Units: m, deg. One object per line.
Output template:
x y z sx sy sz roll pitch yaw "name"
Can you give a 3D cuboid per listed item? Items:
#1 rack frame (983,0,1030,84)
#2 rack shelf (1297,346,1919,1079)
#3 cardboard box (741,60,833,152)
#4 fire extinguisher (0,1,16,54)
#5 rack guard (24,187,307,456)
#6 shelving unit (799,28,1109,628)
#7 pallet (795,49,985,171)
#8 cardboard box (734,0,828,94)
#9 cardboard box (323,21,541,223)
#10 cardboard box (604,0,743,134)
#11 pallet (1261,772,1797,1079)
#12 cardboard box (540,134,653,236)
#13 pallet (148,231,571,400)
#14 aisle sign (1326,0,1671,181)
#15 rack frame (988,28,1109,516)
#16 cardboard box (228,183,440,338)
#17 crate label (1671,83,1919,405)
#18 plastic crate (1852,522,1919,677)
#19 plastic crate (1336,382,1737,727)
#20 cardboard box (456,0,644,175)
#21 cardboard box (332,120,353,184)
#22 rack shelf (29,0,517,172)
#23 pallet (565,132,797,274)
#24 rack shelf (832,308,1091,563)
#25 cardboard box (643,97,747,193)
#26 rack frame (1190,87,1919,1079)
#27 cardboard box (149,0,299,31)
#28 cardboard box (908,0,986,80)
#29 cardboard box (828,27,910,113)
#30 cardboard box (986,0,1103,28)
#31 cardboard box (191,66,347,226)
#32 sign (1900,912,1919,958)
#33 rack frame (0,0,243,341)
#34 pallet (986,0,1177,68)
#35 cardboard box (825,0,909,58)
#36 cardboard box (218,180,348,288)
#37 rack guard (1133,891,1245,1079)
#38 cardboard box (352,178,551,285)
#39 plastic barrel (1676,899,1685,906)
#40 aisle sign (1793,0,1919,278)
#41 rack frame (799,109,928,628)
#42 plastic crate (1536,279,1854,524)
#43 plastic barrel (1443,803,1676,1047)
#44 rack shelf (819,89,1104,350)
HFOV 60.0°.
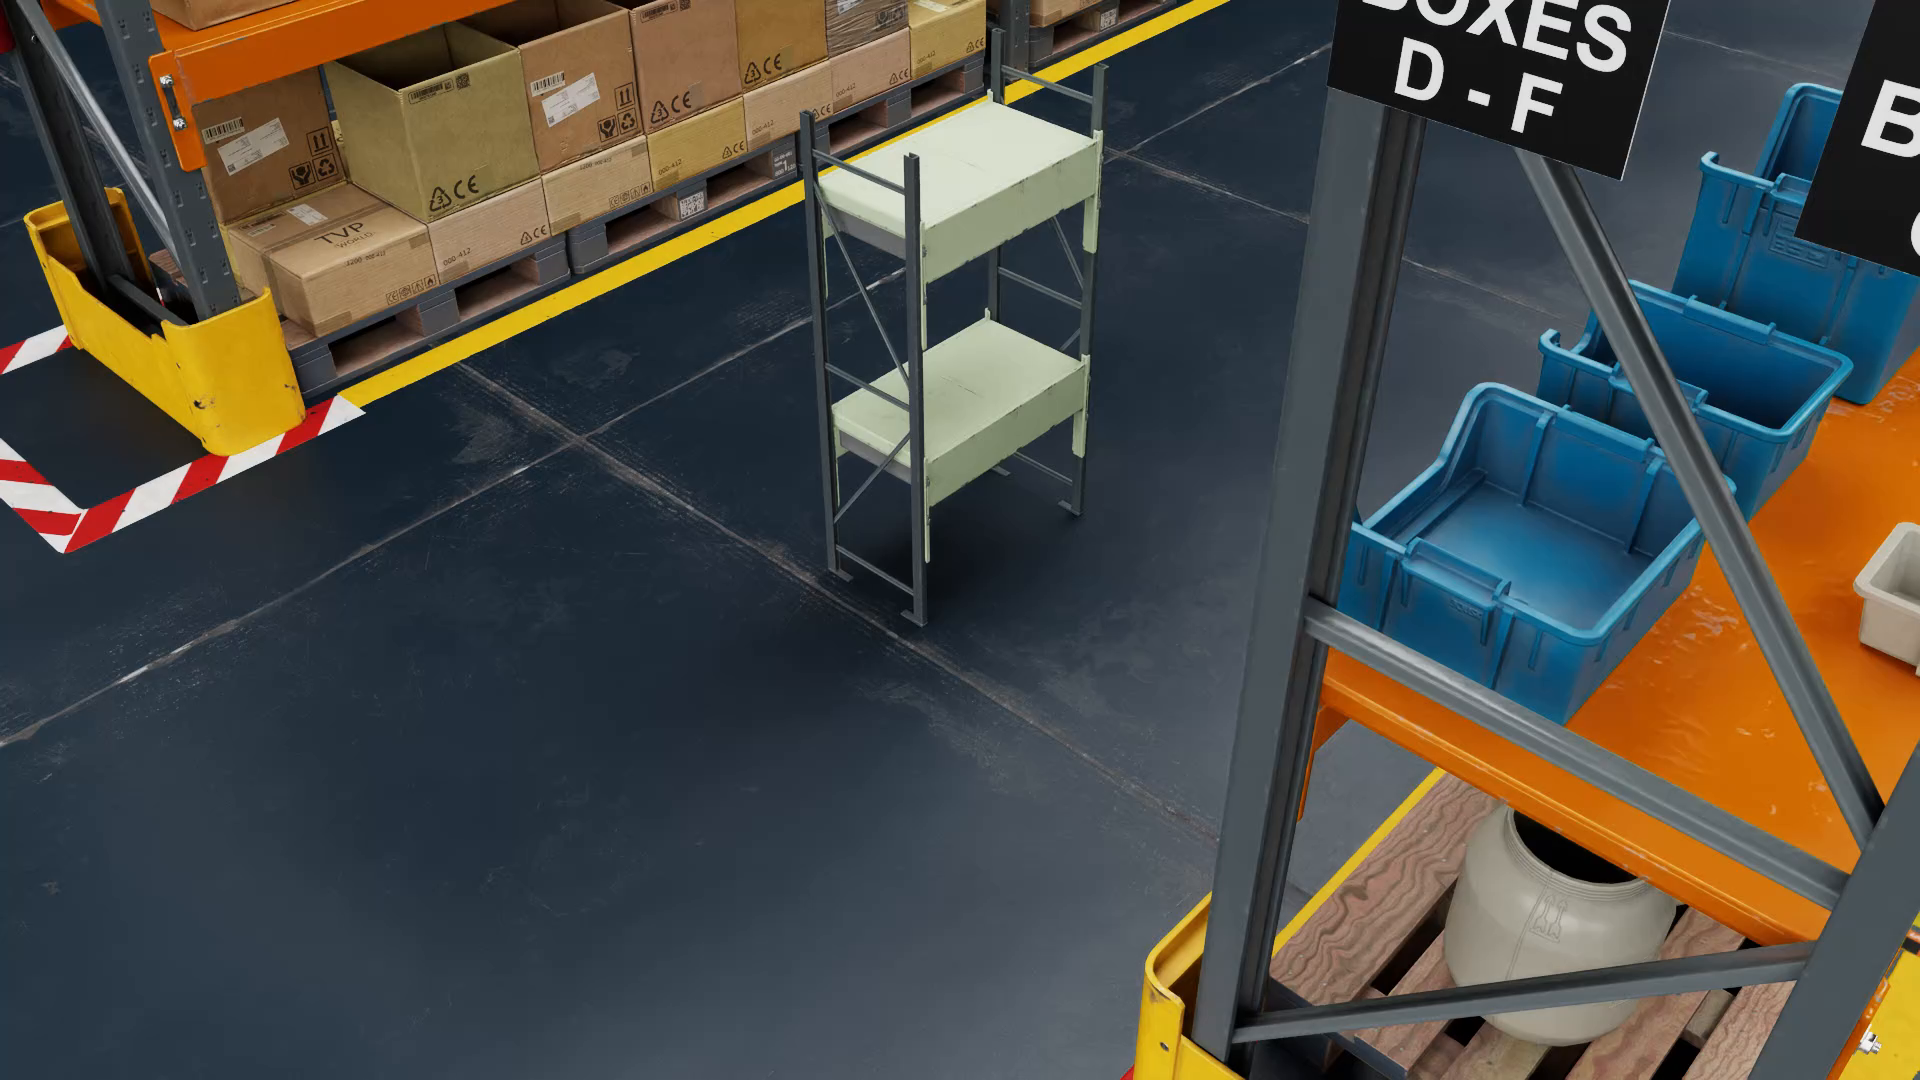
-0.077 -3.612 7.382 1.000 3.000 0.127 30 47 32 "rack frame"
2.228 -0.330 3.833 1.077 0.370 4.000 30 47 32 "rack shelf"
-0.899 -1.934 7.143 0.500 0.250 0.500 30 47 32 "cardboard box"
-3.198 -1.885 5.272 0.296 0.674 0.183 30 47 32 "fire extinguisher"
-2.792 -0.785 5.835 1.175 0.500 0.348 30 47 32 "rack guard"
-0.004 -0.584 4.779 0.431 1.500 0.755 30 47 32 "shelving unit"
-0.644 -2.173 7.812 1.003 0.211 1.213 30 47 32 "pallet"
-0.909 -2.232 6.917 0.500 0.500 0.500 30 47 32 "cardboard box"
-1.914 -1.539 6.045 0.500 0.500 0.500 30 47 32 "cardboard box"
-1.236 -1.997 6.620 0.500 0.500 0.500 30 47 32 "cardboard box"
1.447 0.973 3.856 1.003 0.211 1.213 30 47 32 "pallet"
-1.577 -1.476 6.568 0.500 0.250 0.500 30 47 32 "cardboard box"
-2.290 -1.052 6.403 1.003 0.211 1.213 30 47 32 "pallet"
0.611 -0.802 1.759 0.394 0.787 0.004 30 47 32 "aisle sign"
0.242 -0.752 4.991 0.400 1.500 0.023 30 47 32 "rack frame"
-2.249 -1.015 5.988 0.500 0.250 0.500 30 47 32 "cardboard box"
1.920 -0.665 3.648 0.502 0.435 0.616 30 47 32 "crate label"
1.720 0.135 2.882 0.298 0.136 0.250 30 47 32 "plastic crate"
0.995 0.010 2.947 0.499 0.251 0.616 30 47 32 "plastic crate"
-1.586 -1.774 6.341 0.500 0.500 0.500 30 47 32 "cardboard box"
-2.303 -1.467 6.557 0.500 0.250 0.500 30 47 32 "cardboard box"
-1.426 -2.411 6.450 1.077 0.370 4.000 30 47 32 "rack shelf"
-1.467 -1.609 7.104 1.003 0.211 1.213 30 47 32 "pallet"
-0.005 -0.329 4.982 0.431 0.370 0.720 30 47 32 "rack shelf"
-1.236 -1.704 6.854 0.500 0.250 0.500 30 47 32 "cardboard box"
0.881 0.309 2.451 0.949 2.616 0.053 30 47 32 "rack frame"
-2.451 -2.022 5.303 0.700 0.500 0.500 30 47 32 "cardboard box"
-0.228 -2.395 7.724 0.500 0.250 0.500 30 47 32 "cardboard box"
-0.573 -2.169 7.440 0.500 0.250 0.500 30 47 32 "cardboard box"
0.378 -2.781 8.209 0.500 0.250 0.500 28 47 31 "cardboard box"
-2.633 -1.527 6.030 0.500 0.500 0.500 30 47 32 "cardboard box"
1.281 0.432 2.074 0.100 0.325 0.005 30 47 32 "sign"
-2.775 -1.774 5.071 1.000 3.000 0.127 30 47 32 "rack frame"
0.391 -2.875 8.696 1.003 0.211 1.213 30 47 32 "pallet"
-0.574 -2.464 7.208 0.500 0.500 0.500 30 47 32 "cardboard box"
-2.632 -1.233 6.262 0.500 0.250 0.500 30 47 32 "cardboard box"
0.895 1.231 3.300 1.175 0.500 0.348 30 47 32 "rack guard"
-1.915 -1.246 6.279 0.500 0.250 0.500 30 47 32 "cardboard box"
1.604 0.552 3.807 0.421 0.512 0.421 0 38 0 "plastic barrel"
1.046 -0.554 1.448 0.394 0.787 0.004 30 47 32 "aisle sign"
-0.251 -0.416 4.568 0.400 1.500 0.023 30 47 32 "rack frame"
1.437 -0.286 3.319 0.499 0.251 0.408 30 47 32 "plastic crate"
1.266 0.782 3.517 0.421 0.512 0.421 0 38 0 "plastic barrel"
-0.004 -0.889 4.536 0.431 0.370 0.720 30 47 32 "rack shelf"
